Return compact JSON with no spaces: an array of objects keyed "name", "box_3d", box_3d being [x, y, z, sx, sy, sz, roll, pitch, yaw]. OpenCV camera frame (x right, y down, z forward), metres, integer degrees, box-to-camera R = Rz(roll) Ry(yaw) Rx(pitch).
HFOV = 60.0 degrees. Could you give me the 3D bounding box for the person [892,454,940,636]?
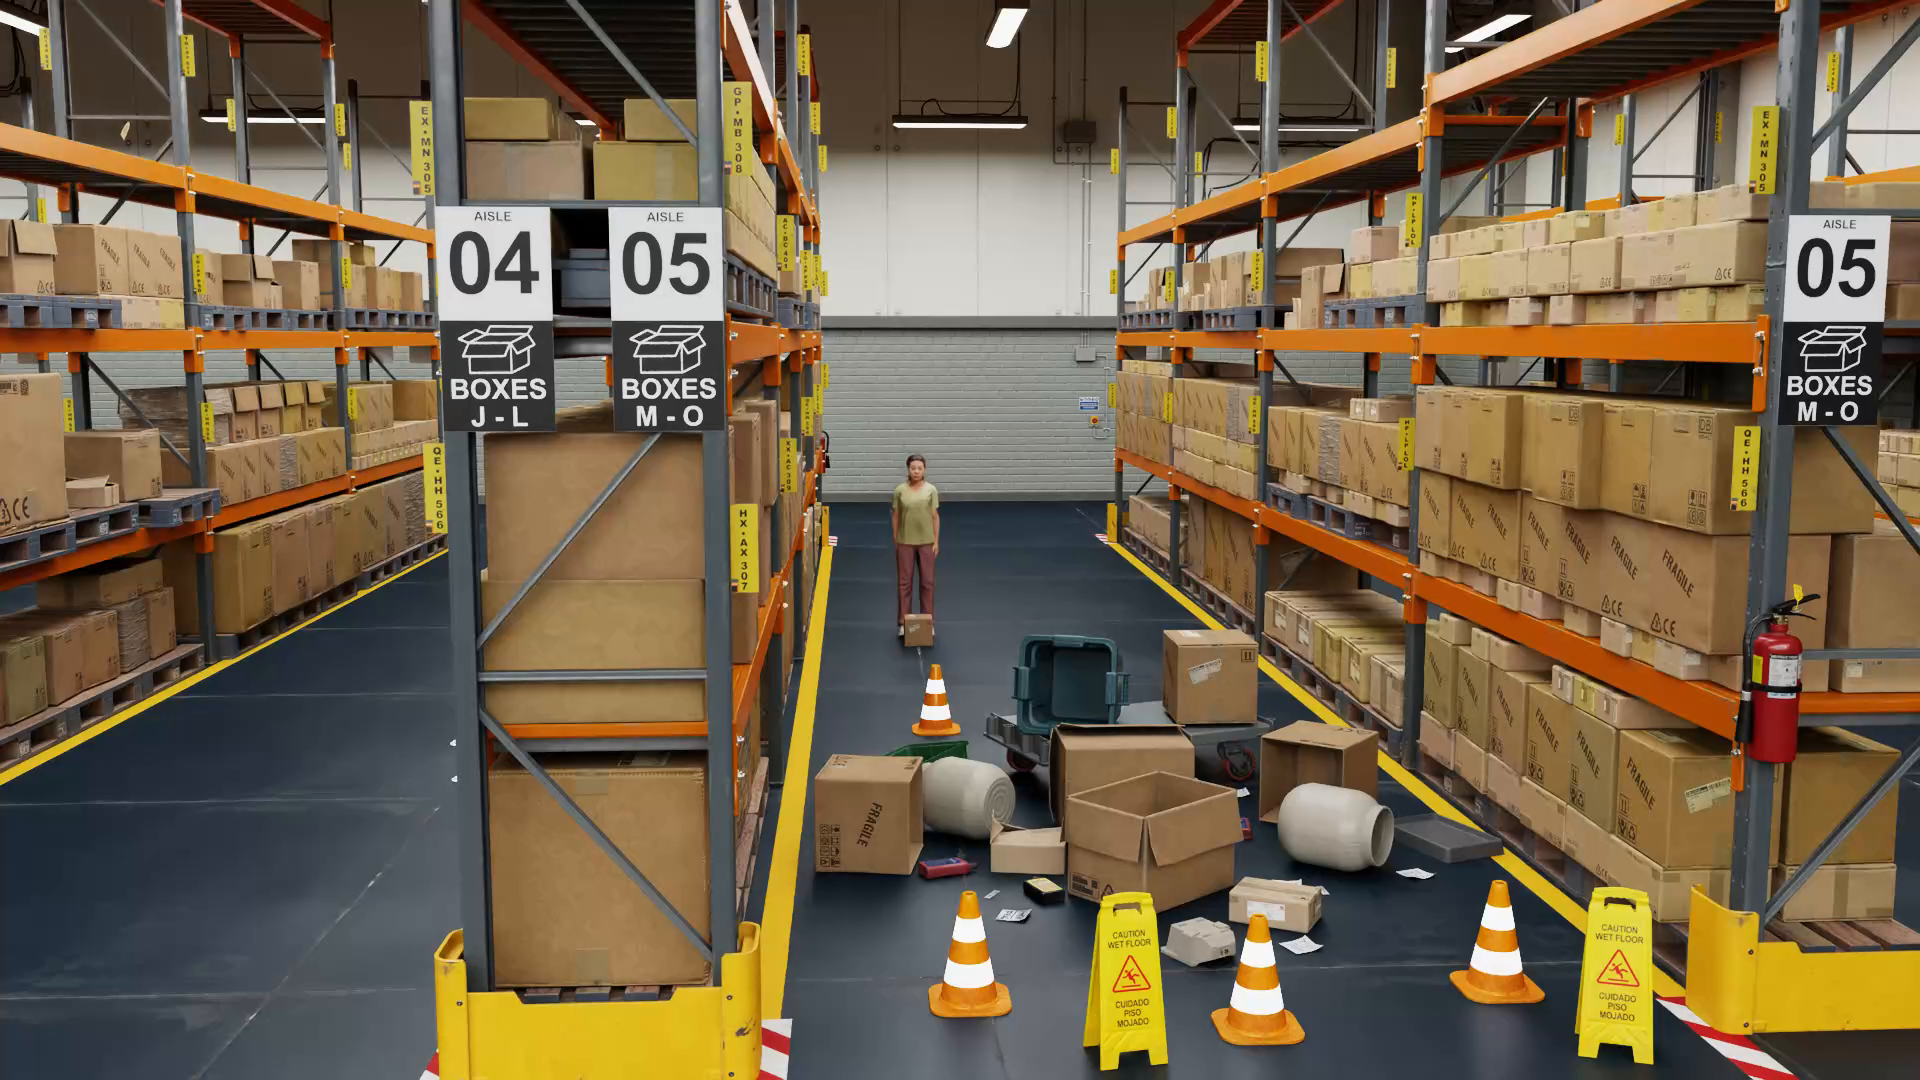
[{"name":"person","box_3d":[-0.408,0.045,15.363,0.441,1.677,0.383,0,7,-2]}]
